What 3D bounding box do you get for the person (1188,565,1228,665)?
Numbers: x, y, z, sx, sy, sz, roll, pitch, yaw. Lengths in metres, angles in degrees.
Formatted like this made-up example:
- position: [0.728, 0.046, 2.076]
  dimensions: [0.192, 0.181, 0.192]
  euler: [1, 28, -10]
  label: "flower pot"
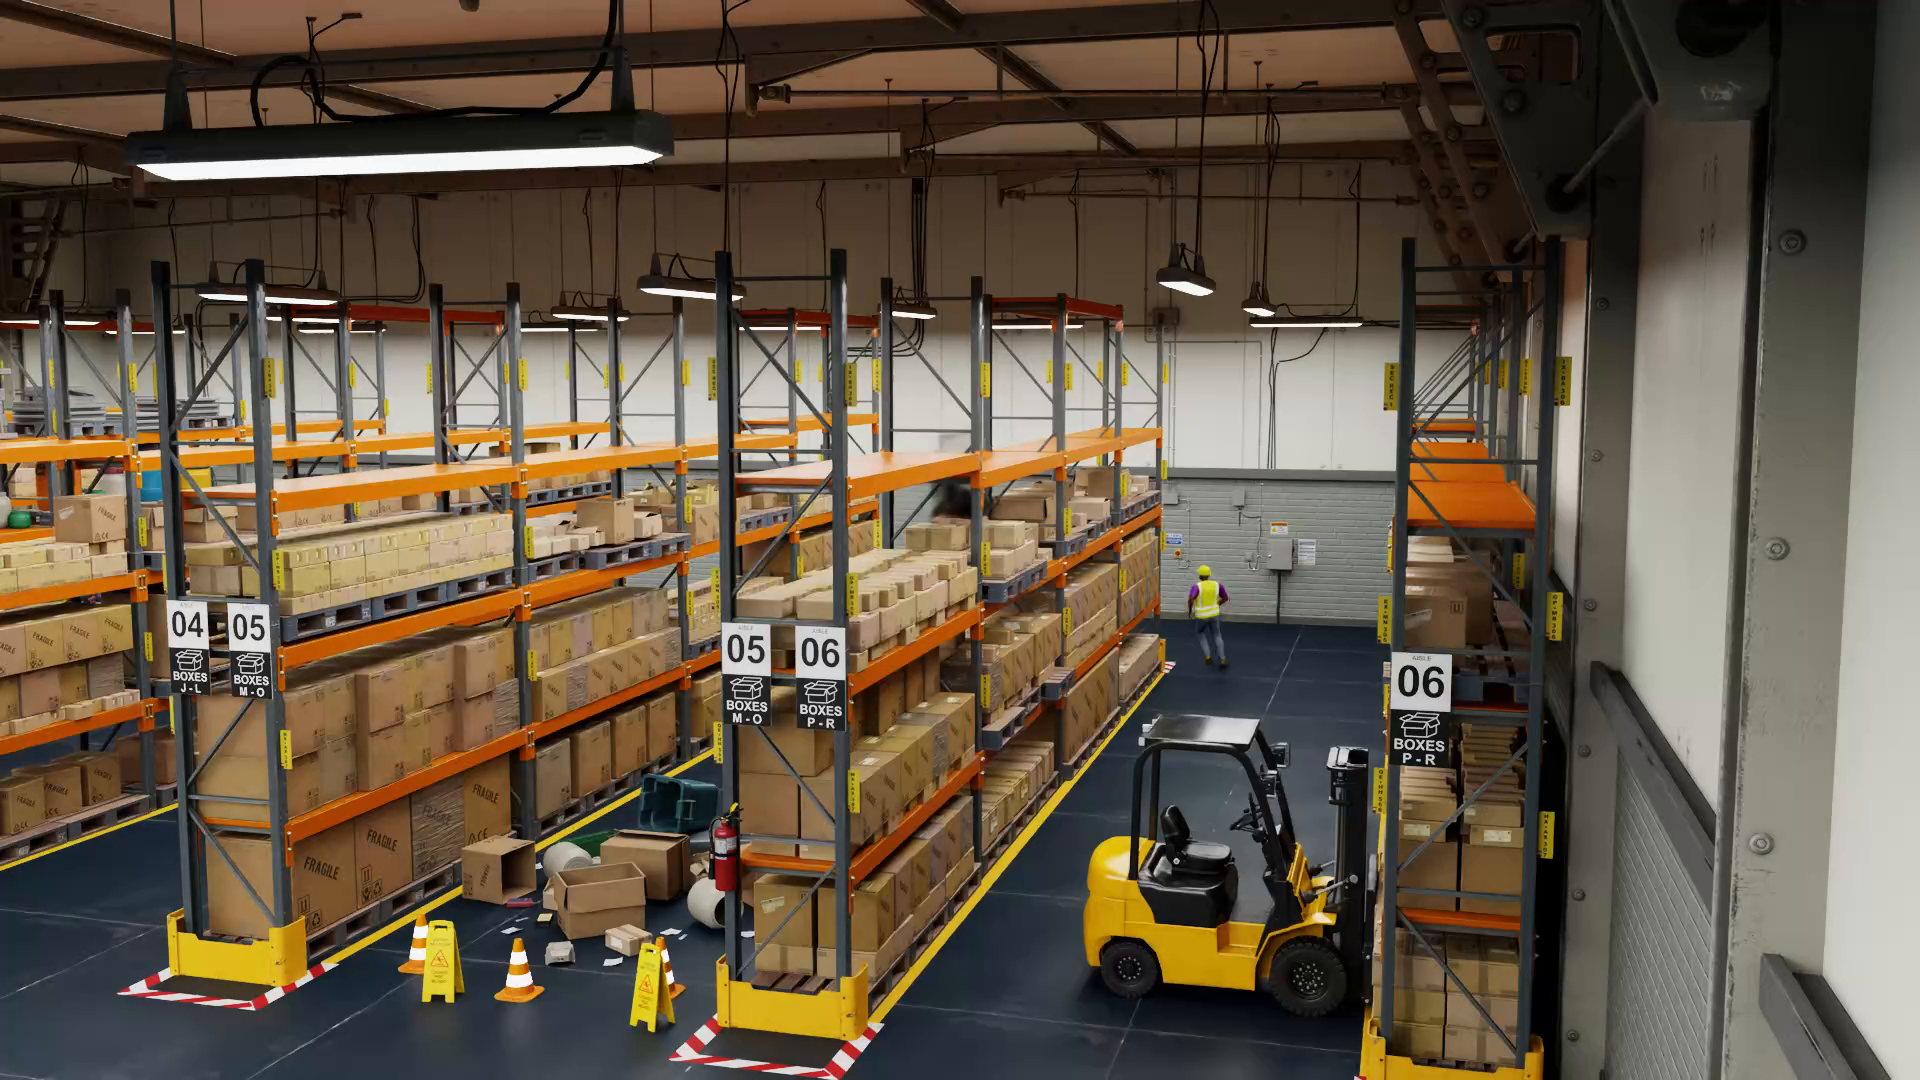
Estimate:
- position: [4.208, 1.311, 28.433]
  dimensions: [0.762, 1.776, 0.665]
  euler: [-1, 6, -8]
  label: "person"
